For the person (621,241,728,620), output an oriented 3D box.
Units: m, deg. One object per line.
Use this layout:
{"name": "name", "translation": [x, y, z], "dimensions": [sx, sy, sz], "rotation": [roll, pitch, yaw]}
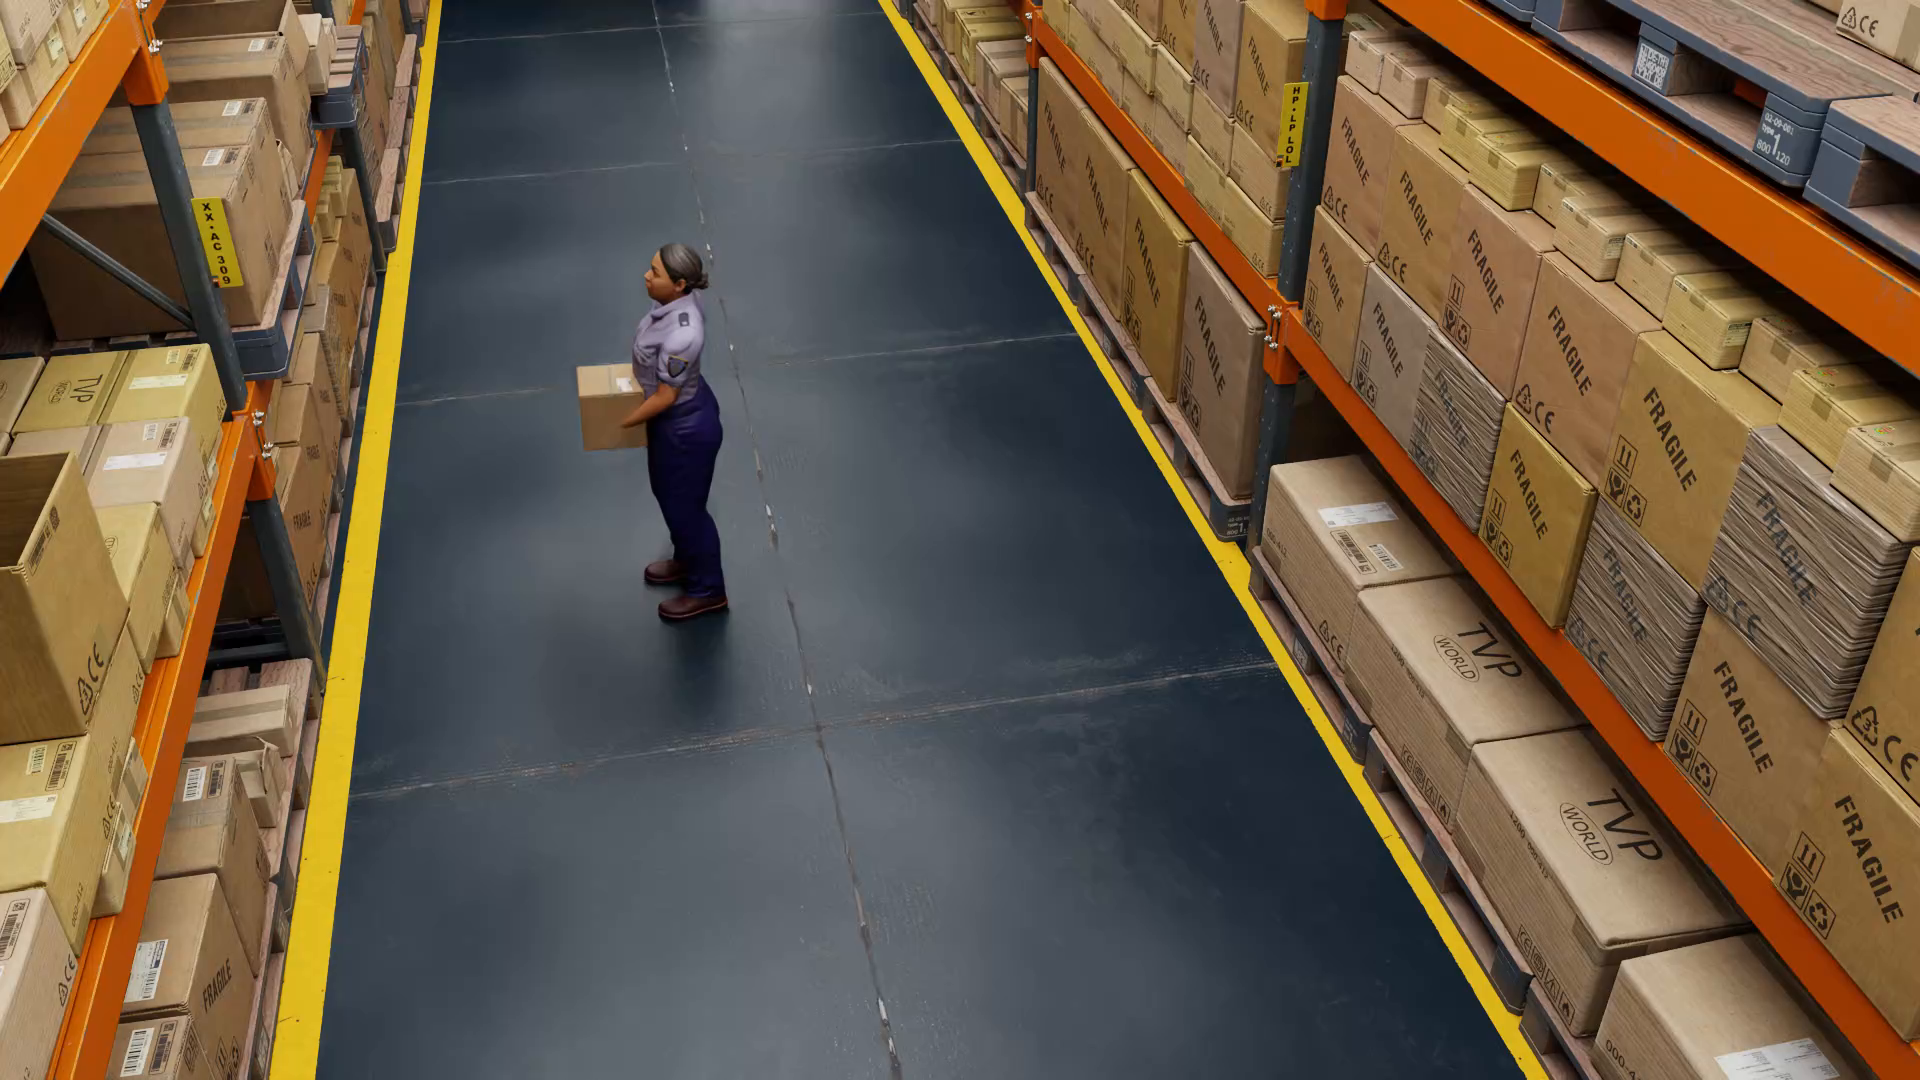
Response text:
{"name": "person", "translation": [-1.229, -0.449, 6.810], "dimensions": [0.511, 1.643, 0.455], "rotation": [-6, 35, -9]}
